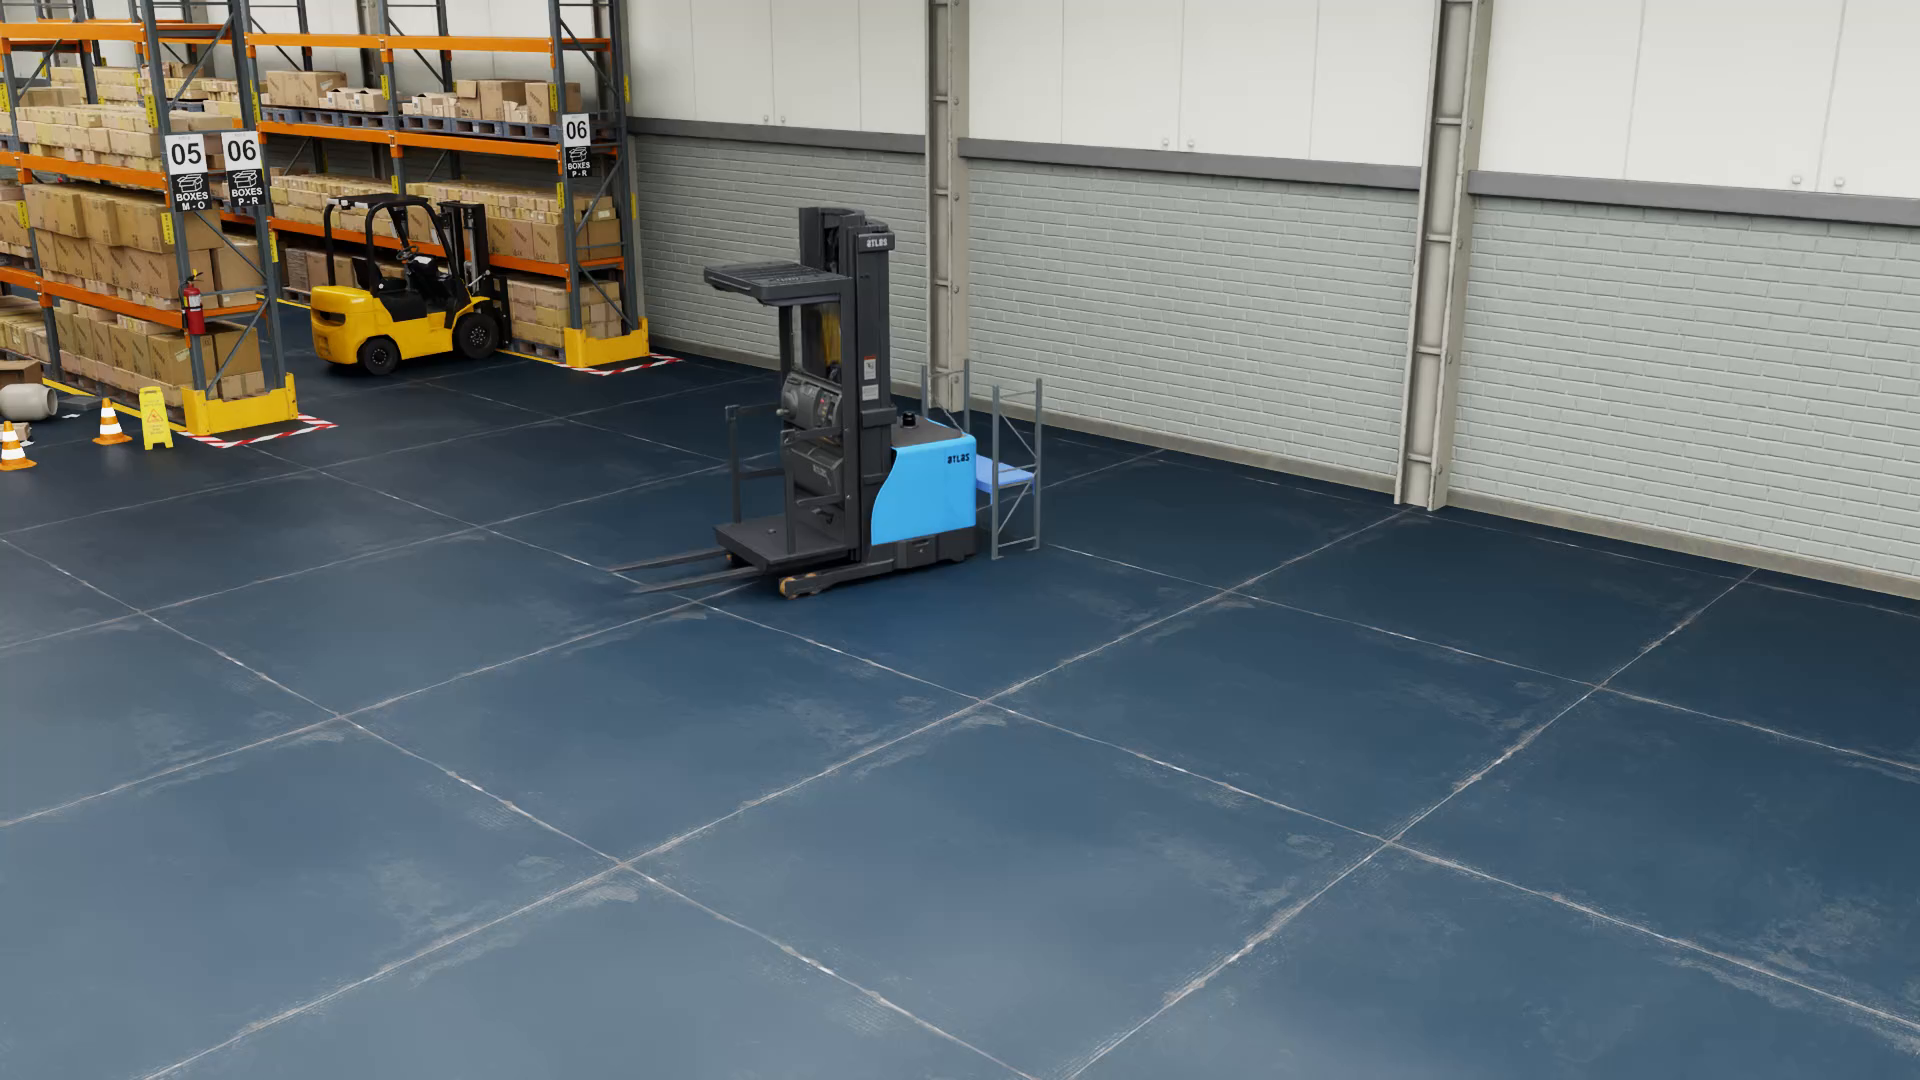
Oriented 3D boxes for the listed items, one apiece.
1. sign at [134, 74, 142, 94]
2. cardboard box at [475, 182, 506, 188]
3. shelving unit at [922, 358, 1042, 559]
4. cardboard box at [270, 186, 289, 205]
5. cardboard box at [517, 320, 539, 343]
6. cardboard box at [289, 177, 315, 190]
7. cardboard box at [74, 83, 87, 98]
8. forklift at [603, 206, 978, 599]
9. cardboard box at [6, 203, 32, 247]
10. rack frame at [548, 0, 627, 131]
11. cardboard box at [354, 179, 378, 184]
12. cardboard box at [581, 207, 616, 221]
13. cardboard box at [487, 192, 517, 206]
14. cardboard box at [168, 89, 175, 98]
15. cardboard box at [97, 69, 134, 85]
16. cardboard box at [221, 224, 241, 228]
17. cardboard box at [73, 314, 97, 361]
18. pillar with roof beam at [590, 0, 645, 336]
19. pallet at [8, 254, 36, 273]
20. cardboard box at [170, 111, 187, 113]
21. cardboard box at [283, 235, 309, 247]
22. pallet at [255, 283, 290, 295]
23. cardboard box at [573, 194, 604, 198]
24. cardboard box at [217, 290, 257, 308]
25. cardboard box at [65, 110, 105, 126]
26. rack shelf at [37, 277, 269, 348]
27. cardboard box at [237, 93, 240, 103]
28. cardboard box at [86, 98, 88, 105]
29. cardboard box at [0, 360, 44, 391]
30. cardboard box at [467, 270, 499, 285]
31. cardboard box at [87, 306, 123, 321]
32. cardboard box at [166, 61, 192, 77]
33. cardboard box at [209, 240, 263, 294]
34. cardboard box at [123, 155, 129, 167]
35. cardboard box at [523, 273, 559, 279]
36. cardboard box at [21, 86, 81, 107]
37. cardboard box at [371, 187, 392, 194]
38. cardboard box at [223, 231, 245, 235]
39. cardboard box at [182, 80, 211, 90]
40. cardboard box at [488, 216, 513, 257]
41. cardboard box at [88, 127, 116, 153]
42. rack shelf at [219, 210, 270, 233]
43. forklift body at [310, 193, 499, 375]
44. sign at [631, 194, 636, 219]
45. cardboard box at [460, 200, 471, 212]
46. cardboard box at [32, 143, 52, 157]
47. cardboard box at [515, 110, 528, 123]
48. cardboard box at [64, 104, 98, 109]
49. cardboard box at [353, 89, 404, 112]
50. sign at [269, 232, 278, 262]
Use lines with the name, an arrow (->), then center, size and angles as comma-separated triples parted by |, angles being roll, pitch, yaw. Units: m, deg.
sign -> -14.037, -7.799, 28.415 | 0.005, 0.325, 0.100 | 15, 23, 39
cardboard box -> -6.664, -4.998, 23.672 | 0.250, 0.149, 0.380 | 14, 23, 38
shelving unit -> 0.177, -0.722, 14.406 | 0.538, 1.500, 1.048 | -13, 22, -34
cardboard box -> -10.538, -5.461, 26.282 | 0.500, 0.250, 0.500 | 15, 23, 39
cardboard box -> -5.634, -2.852, 22.492 | 0.500, 0.250, 0.500 | 15, 23, 39
cardboard box -> -10.239, -5.571, 25.971 | 0.250, 0.149, 0.380 | 16, 24, 41
cardboard box -> -15.756, -8.197, 30.278 | 0.500, 0.250, 0.500 | 14, 22, 38
forklift -> -1.369, -1.115, 13.280 | 3.031, 2.935, 1.130 | -11, 21, -31
cardboard box -> -11.489, -3.948, 20.741 | 0.500, 0.500, 0.500 | 15, 23, 38
rack frame -> -4.708, -6.698, 20.839 | 0.127, 3.000, 1.000 | 15, 23, 39
cardboard box -> -9.152, -5.478, 25.676 | 0.250, 0.149, 0.380 | 16, 24, 41
cardboard box -> -4.789, -4.322, 22.033 | 0.250, 0.149, 0.380 | 14, 23, 38
cardboard box -> -6.137, -4.594, 22.401 | 0.250, 0.149, 0.380 | 16, 23, 40
cardboard box -> -12.958, -7.451, 27.727 | 0.250, 0.149, 0.380 | 15, 23, 39
cardboard box -> -14.979, -8.236, 29.576 | 0.500, 0.250, 0.500 | 16, 23, 40
cardboard box -> -12.829, -5.458, 29.217 | 0.250, 0.149, 0.380 | 15, 23, 40
cardboard box -> -10.321, -2.480, 20.079 | 0.500, 0.500, 0.500 | 16, 24, 41
pillar with roof beam -> -7.488, -6.067, 18.853 | 0.400, 9.000, 9.100 | 15, 23, 39
pallet -> -11.466, -3.612, 21.353 | 1.213, 0.211, 1.003 | 15, 23, 39
cardboard box -> -8.862, -4.728, 18.690 | 0.250, 0.149, 0.380 | 15, 23, 39
cardboard box -> -11.055, -4.997, 27.764 | 0.250, 0.149, 0.380 | 16, 24, 41
pallet -> -11.225, -4.274, 27.729 | 1.213, 0.211, 1.003 | 15, 23, 39
cardboard box -> -4.974, -4.520, 22.166 | 0.250, 0.149, 0.380 | 16, 24, 41
cardboard box -> -8.116, -2.710, 18.606 | 0.250, 0.149, 0.380 | 15, 23, 39
cardboard box -> -9.962, -4.821, 18.983 | 0.250, 0.149, 0.380 | 15, 23, 38
rack shelf -> -9.495, -2.773, 19.580 | 4.000, 0.370, 1.077 | 15, 23, 39
cardboard box -> -11.297, -7.066, 26.547 | 0.250, 0.149, 0.380 | 14, 23, 38
cardboard box -> -15.652, -7.982, 30.260 | 0.250, 0.149, 0.380 | 15, 23, 39
cardboard box -> -11.093, -1.804, 19.466 | 0.500, 0.500, 0.500 | -3, 18, -8
cardboard box -> -6.790, -3.637, 23.311 | 0.500, 0.250, 0.500 | 16, 24, 41
cardboard box -> -10.087, -2.699, 19.697 | 0.250, 0.149, 0.380 | 17, 24, 42
cardboard box -> -13.409, -8.099, 28.592 | 0.258, 0.266, 0.396 | 15, 23, 38
cardboard box -> -8.170, -3.062, 18.643 | 0.500, 0.500, 0.500 | 15, 23, 38
cardboard box -> -8.981, -4.202, 18.350 | 0.250, 0.149, 0.380 | 15, 23, 40
cardboard box -> -5.685, -3.546, 23.024 | 0.500, 0.250, 0.500 | 15, 23, 39
cardboard box -> -11.542, -5.620, 21.130 | 0.500, 0.250, 0.500 | 14, 23, 38
cardboard box -> -8.455, -5.125, 24.564 | 0.250, 0.149, 0.380 | 15, 23, 39
cardboard box -> -12.352, -5.138, 28.207 | 0.250, 0.149, 0.380 | 15, 23, 39
cardboard box -> -12.560, -7.492, 27.365 | 0.250, 0.149, 0.380 | 15, 23, 40
cardboard box -> -6.015, -4.134, 22.514 | 0.500, 0.500, 0.500 | 14, 23, 38
cardboard box -> -9.328, -4.460, 18.505 | 0.500, 0.250, 0.500 | 16, 24, 41
rack shelf -> -12.187, -5.503, 28.182 | 4.000, 0.370, 1.077 | 15, 23, 39
forklift body -> -7.337, -3.401, 21.774 | 1.214, 2.155, 2.313 | 15, 23, 39
sign -> -4.335, -4.413, 21.995 | 0.005, 0.325, 0.100 | 15, 23, 39
cardboard box -> -6.697, -4.611, 22.944 | 0.250, 0.149, 0.380 | 14, 22, 38
cardboard box -> -10.764, -4.644, 19.741 | 0.250, 0.149, 0.380 | 15, 23, 39
cardboard box -> -5.529, -5.494, 21.560 | 0.250, 0.149, 0.380 | 14, 22, 38
cardboard box -> -10.609, -5.193, 20.155 | 0.250, 0.149, 0.380 | 16, 23, 40
cardboard box -> -8.403, -6.366, 24.042 | 0.500, 0.311, 0.500 | 14, 22, 38
sign -> -7.640, -3.250, 18.462 | 0.005, 0.325, 0.100 | 15, 23, 39
